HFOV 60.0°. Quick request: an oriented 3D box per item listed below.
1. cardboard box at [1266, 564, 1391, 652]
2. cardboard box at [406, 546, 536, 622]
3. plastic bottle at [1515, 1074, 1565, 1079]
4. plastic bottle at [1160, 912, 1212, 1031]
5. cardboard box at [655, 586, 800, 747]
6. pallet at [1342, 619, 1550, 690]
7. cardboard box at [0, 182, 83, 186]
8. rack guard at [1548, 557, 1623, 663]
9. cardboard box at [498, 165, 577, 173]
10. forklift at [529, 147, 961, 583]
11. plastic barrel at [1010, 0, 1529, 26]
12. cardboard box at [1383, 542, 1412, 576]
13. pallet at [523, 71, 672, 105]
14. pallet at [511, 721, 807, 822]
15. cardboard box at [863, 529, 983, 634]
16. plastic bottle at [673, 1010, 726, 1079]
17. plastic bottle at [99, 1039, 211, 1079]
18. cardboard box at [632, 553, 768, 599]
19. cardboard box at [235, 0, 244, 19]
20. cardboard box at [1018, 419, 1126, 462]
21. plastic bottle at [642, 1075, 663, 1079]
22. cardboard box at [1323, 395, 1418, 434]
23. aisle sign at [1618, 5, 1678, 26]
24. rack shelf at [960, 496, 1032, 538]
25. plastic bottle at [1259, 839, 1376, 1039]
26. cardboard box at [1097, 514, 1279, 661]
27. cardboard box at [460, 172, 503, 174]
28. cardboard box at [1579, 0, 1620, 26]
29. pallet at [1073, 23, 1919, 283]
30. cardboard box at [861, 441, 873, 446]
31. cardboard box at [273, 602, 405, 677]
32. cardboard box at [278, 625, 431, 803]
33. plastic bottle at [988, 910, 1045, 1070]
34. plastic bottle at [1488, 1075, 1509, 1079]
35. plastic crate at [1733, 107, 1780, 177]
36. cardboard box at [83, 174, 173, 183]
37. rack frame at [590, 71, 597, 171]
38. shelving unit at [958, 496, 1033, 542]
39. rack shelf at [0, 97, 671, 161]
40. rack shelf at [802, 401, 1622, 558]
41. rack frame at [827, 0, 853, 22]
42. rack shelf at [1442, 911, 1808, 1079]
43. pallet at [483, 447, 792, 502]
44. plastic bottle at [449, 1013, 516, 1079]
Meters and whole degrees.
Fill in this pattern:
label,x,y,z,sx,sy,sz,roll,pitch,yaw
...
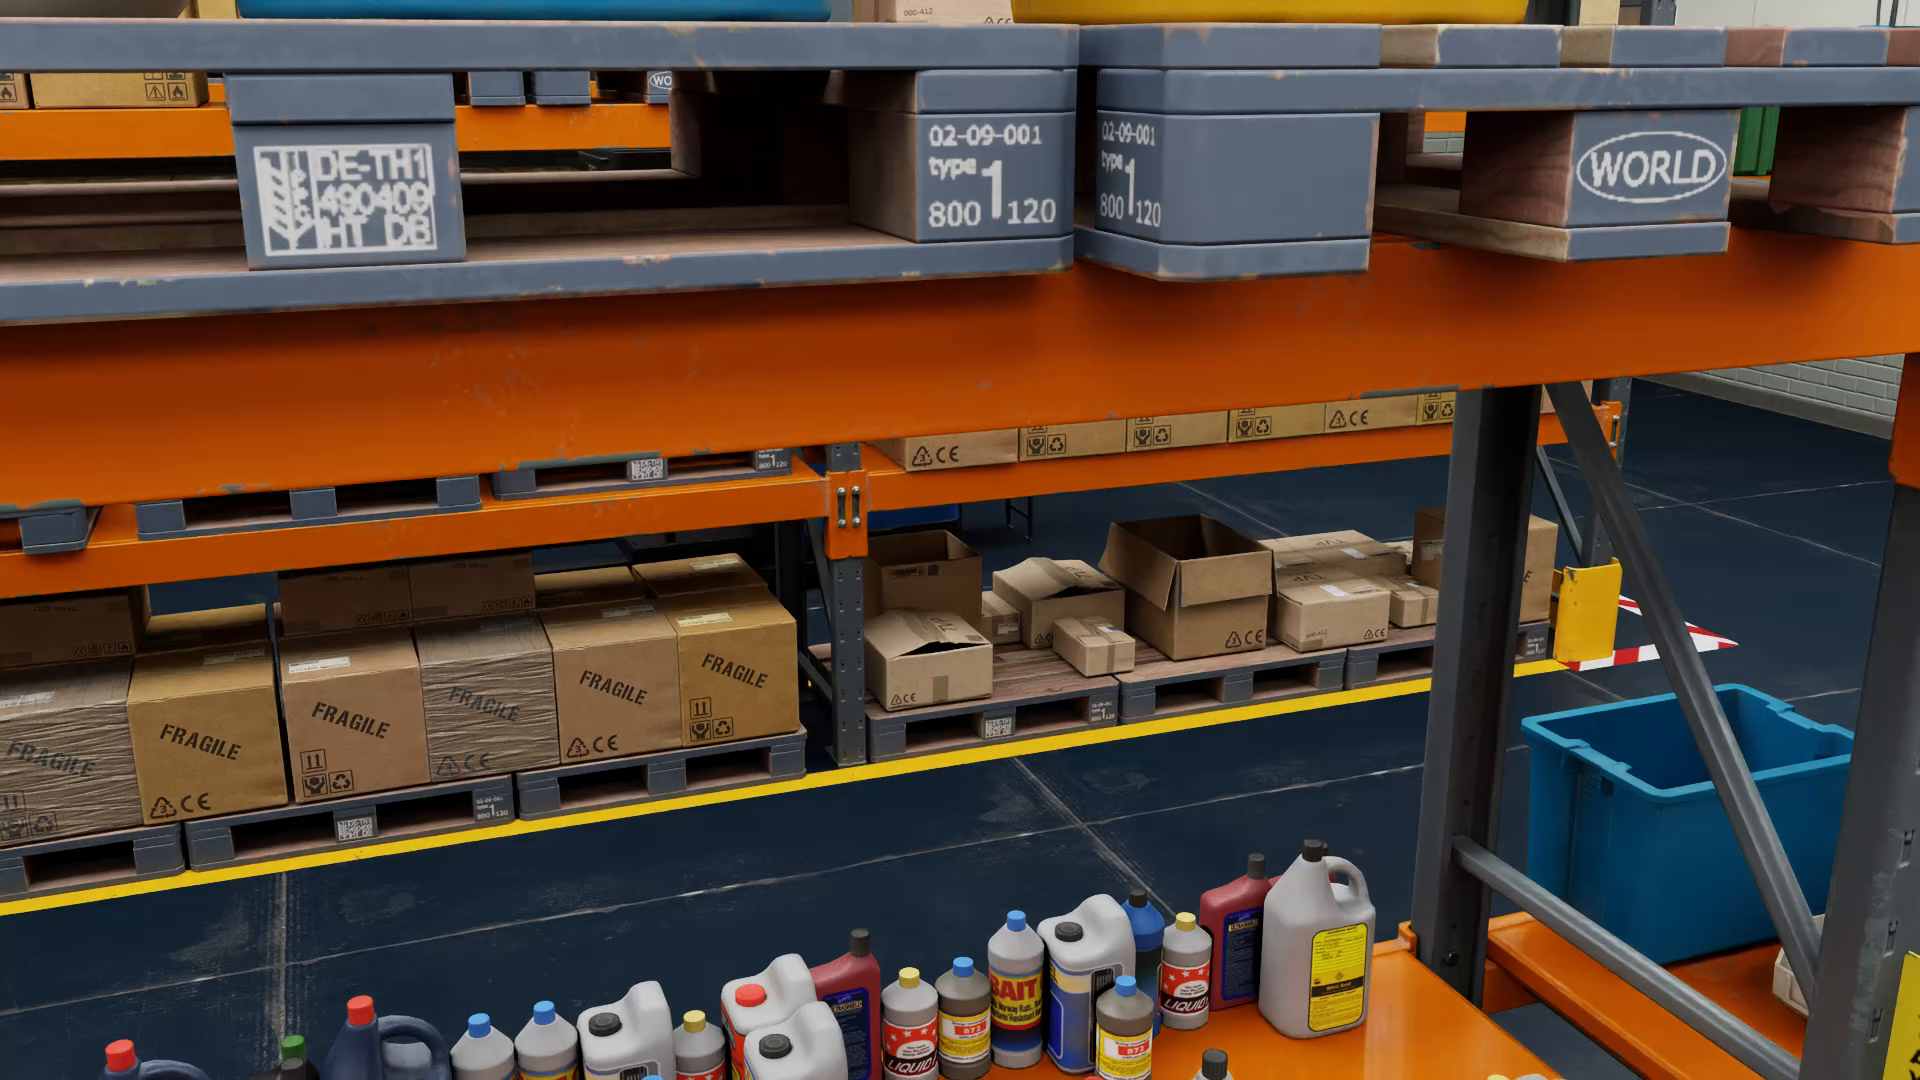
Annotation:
label,x,y,z,sx,sy,sz,roll,pitch,yaw
cardboard box,1.774,0.330,8.251,0.500,0.250,0.500,-6,17,-20
cardboard box,-2.117,0.131,7.152,0.500,0.250,0.500,-6,17,-20
plastic bottle,0.872,0.905,2.412,0.135,0.276,0.152,-6,17,-20
plastic bottle,0.404,0.771,3.002,0.097,0.201,0.097,0,16,0
cardboard box,-1.002,0.531,7.123,0.500,0.500,0.500,-6,17,-20
pallet,2.276,0.440,8.724,1.213,0.211,1.003,-6,17,-20
cardboard box,-5.612,-2.023,10.093,0.500,0.250,0.500,-6,17,-19
rack guard,3.020,0.221,8.958,0.348,0.500,1.175,-6,17,-20
cardboard box,-2.943,-2.468,11.607,0.500,0.250,0.500,-6,17,-18
forklift,-1.563,-1.207,9.507,3.031,2.935,1.130,-7,18,-22
plastic barrel,0.345,-0.865,1.816,0.600,0.588,0.600,0,16,0
cardboard box,2.344,0.139,9.047,0.250,0.166,0.380,-6,17,-20
pallet,-1.278,-1.884,6.701,1.003,0.211,1.213,-6,17,-20
pallet,-1.390,0.847,7.338,1.213,0.211,1.003,-6,17,-20
cardboard box,-0.214,0.274,7.999,0.500,0.500,0.500,-6,17,-20
plastic bottle,-0.426,0.861,2.697,0.097,0.201,0.097,0,16,0
plastic bottle,-1.154,0.875,2.384,0.185,0.351,0.144,-6,17,-20
cardboard box,-1.183,0.390,7.601,0.500,0.500,0.500,-7,18,-23
cardboard box,-2.385,-2.153,6.181,0.600,0.600,0.600,-7,18,-22
cardboard box,0.406,-0.663,7.354,0.500,0.500,0.500,-6,17,-19
plastic bottle,-0.463,0.910,2.527,0.097,0.201,0.097,0,16,0
cardboard box,1.819,-0.815,7.873,0.500,0.500,0.500,-6,17,-20
aisle sign,3.264,-2.160,8.015,0.004,0.787,0.394,-6,17,-20
rack shelf,0.155,-0.339,10.560,0.480,0.518,0.431,-6,17,-20
plastic bottle,0.642,0.699,2.982,0.185,0.351,0.144,-6,17,-20
cardboard box,1.108,0.213,8.198,0.637,0.503,0.797,-6,17,-20
cardboard box,-3.246,-2.282,10.975,0.500,0.250,0.500,-6,17,-19
cardboard box,2.703,-2.474,7.755,0.500,0.250,0.500,-6,17,-20
pallet,0.428,-0.523,2.067,1.003,0.211,1.213,-6,17,-20
cardboard box,-0.269,-0.749,7.646,0.500,0.500,0.500,-6,17,-19
cardboard box,-2.619,0.546,7.070,0.500,0.500,0.500,-7,18,-22
cardboard box,-2.409,0.681,6.612,0.500,0.500,0.500,-7,18,-22
plastic bottle,0.097,0.771,2.879,0.097,0.271,0.097,0,16,0
plastic bottle,0.810,0.910,2.528,0.097,0.201,0.097,0,16,0
plastic crate,1.412,-0.739,2.843,0.662,0.188,0.450,-6,17,-20
cardboard box,-5.340,-2.208,10.720,0.500,0.250,0.500,-7,18,-22
rack frame,-2.420,-1.886,11.696,0.127,3.000,1.000,-6,17,-20
shelving unit,0.155,-1.024,10.359,0.503,2.100,0.431,-6,17,-20
rack shelf,-2.512,-1.475,6.251,4.000,0.370,1.077,-6,17,-20
rack shelf,1.223,-0.439,8.047,4.000,0.370,1.077,-6,17,-20
rack frame,-0.644,-3.461,6.413,0.127,3.000,1.000,-6,17,-20
rack shelf,2.992,0.865,3.607,4.000,0.370,1.077,-6,17,-20
pallet,-1.429,-0.439,7.109,1.213,0.211,1.003,-6,17,-20
plastic bottle,-0.734,0.860,2.574,0.097,0.271,0.097,0,16,0
